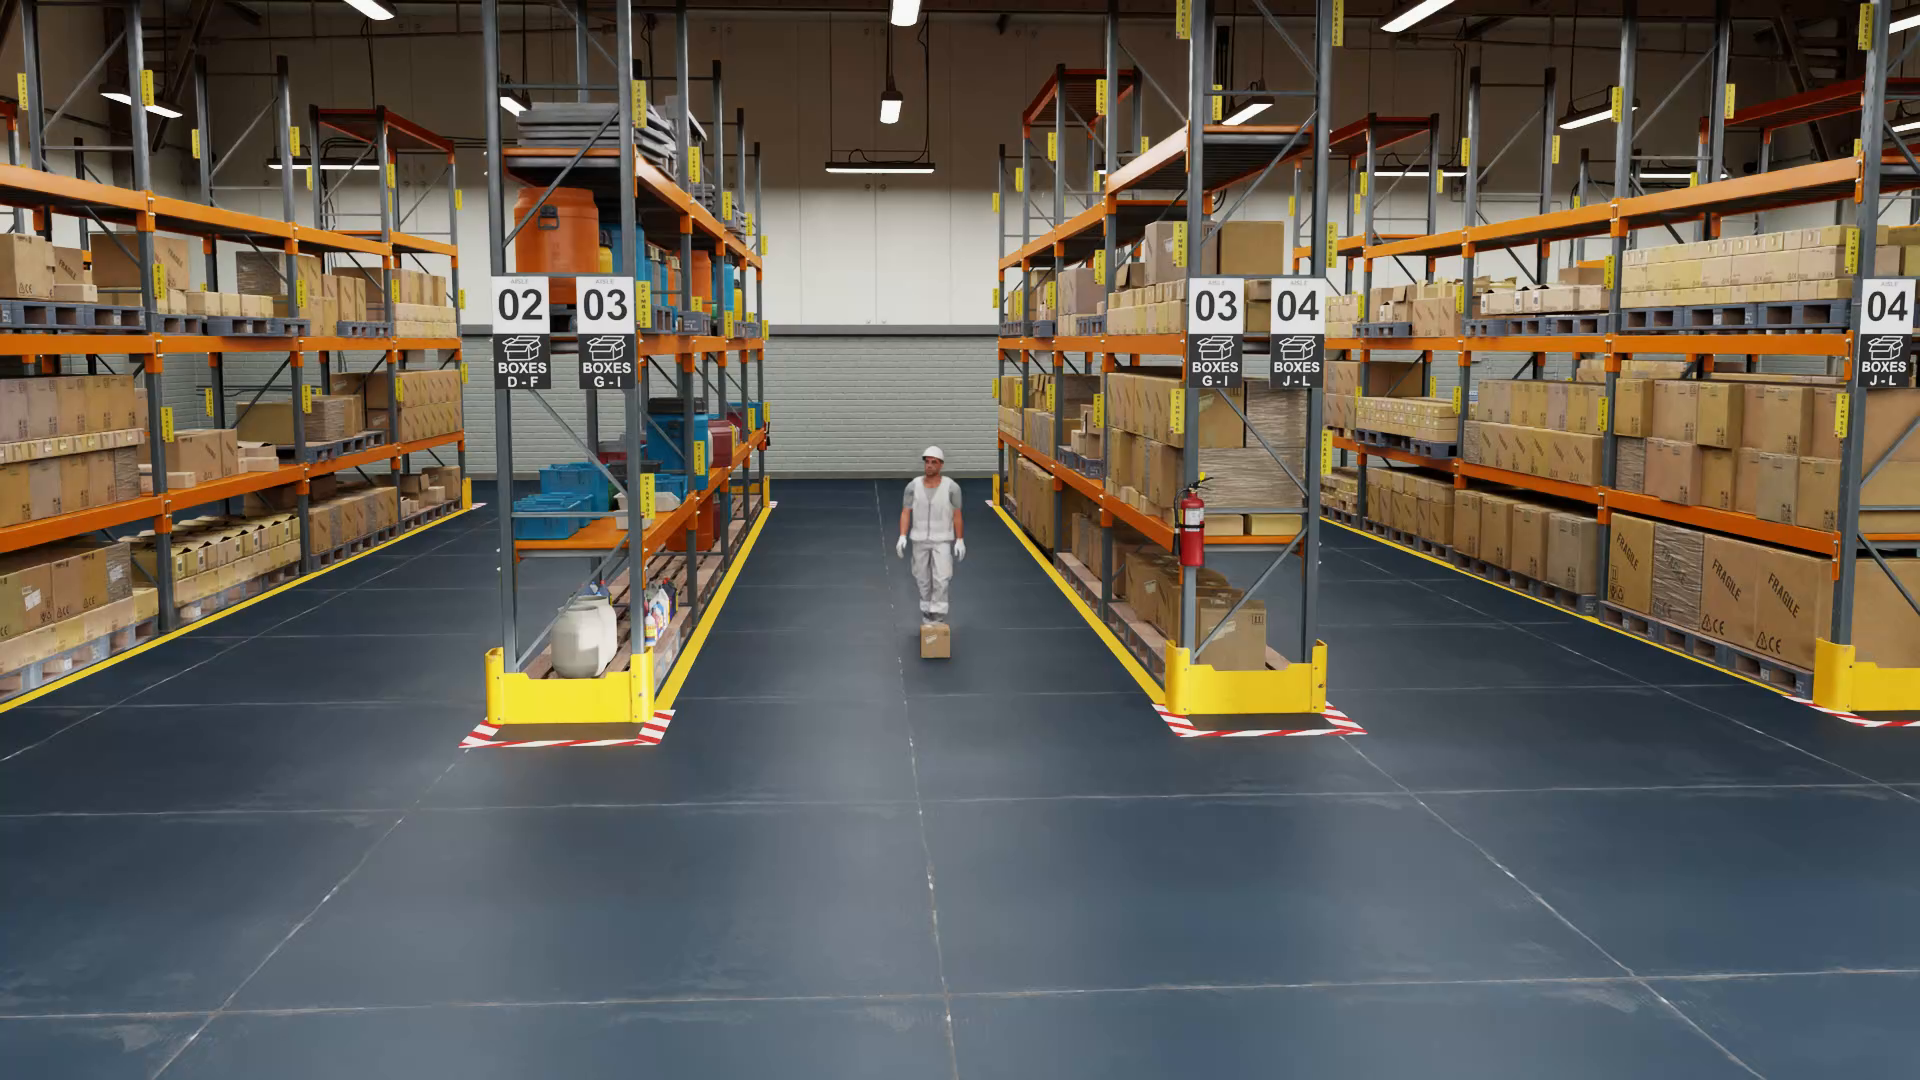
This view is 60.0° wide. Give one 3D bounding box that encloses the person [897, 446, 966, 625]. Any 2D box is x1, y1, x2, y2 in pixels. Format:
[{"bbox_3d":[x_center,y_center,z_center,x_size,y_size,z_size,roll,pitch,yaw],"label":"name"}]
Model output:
[{"bbox_3d":[-0.284,0.035,15.101,0.580,1.761,0.791,1,7,12],"label":"person"}]
